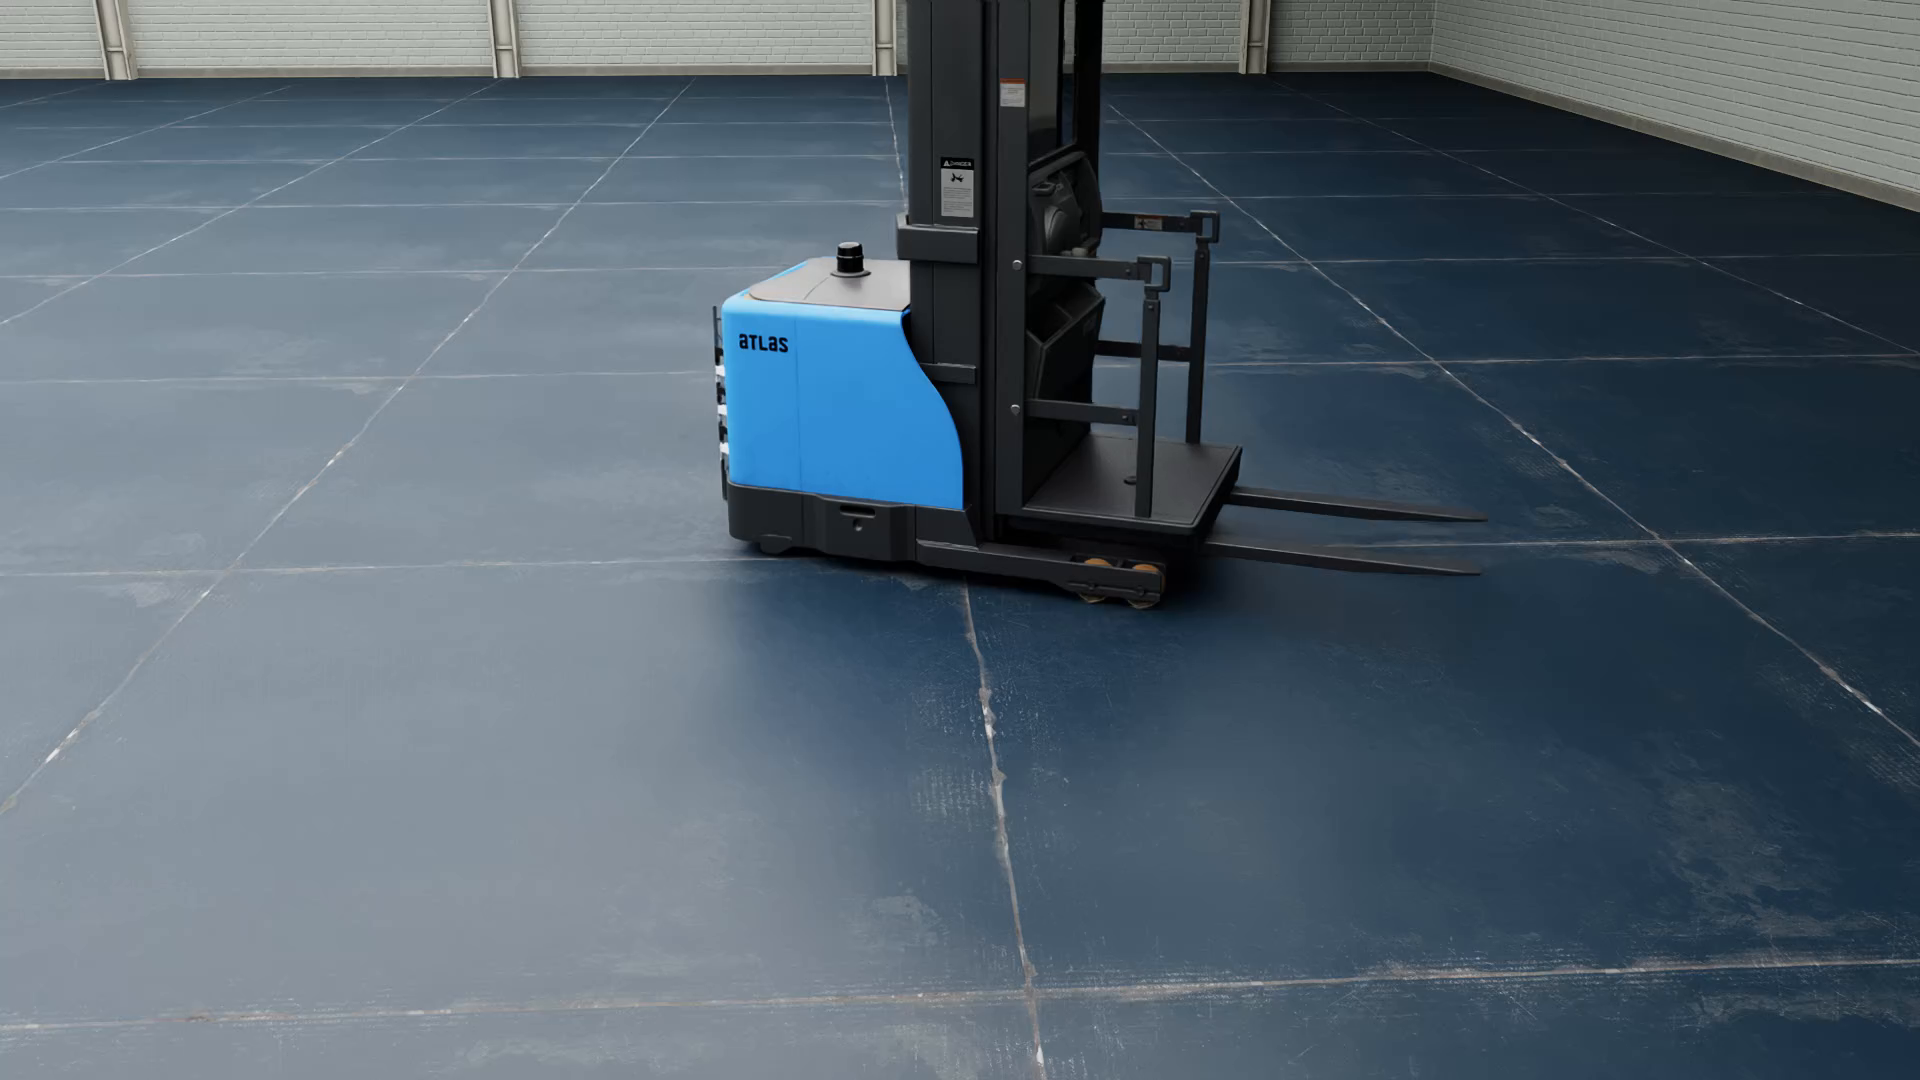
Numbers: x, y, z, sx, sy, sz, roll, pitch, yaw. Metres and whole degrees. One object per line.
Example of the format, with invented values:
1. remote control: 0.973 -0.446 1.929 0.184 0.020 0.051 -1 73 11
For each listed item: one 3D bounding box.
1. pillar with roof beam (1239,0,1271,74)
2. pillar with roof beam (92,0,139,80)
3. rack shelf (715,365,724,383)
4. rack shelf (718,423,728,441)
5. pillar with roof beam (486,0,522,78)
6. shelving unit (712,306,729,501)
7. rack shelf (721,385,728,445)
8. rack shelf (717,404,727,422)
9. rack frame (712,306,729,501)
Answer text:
1. pillar with roof beam: 5.021 -10.307 21.547 0.400 9.000 9.100 -1 21 -3
2. pillar with roof beam: -12.949 -9.942 20.587 0.400 9.000 9.100 -1 21 -3
3. rack shelf: -0.927 -0.747 7.405 0.200 0.077 0.258 16 26 36
4. rack shelf: -0.927 -0.494 7.501 0.200 0.077 0.258 16 26 36
5. pillar with roof beam: -6.959 -10.064 20.907 0.400 9.000 9.100 -1 21 -3
6. shelving unit: -0.928 -0.610 7.458 0.208 0.900 0.258 16 26 36
7. rack shelf: -0.927 -0.562 7.475 0.190 0.281 0.221 16 26 36
8. rack shelf: -0.927 -0.578 7.469 0.200 0.077 0.258 16 26 36
9. rack frame: -1.006 -0.632 7.517 0.006 0.900 0.240 16 26 36
